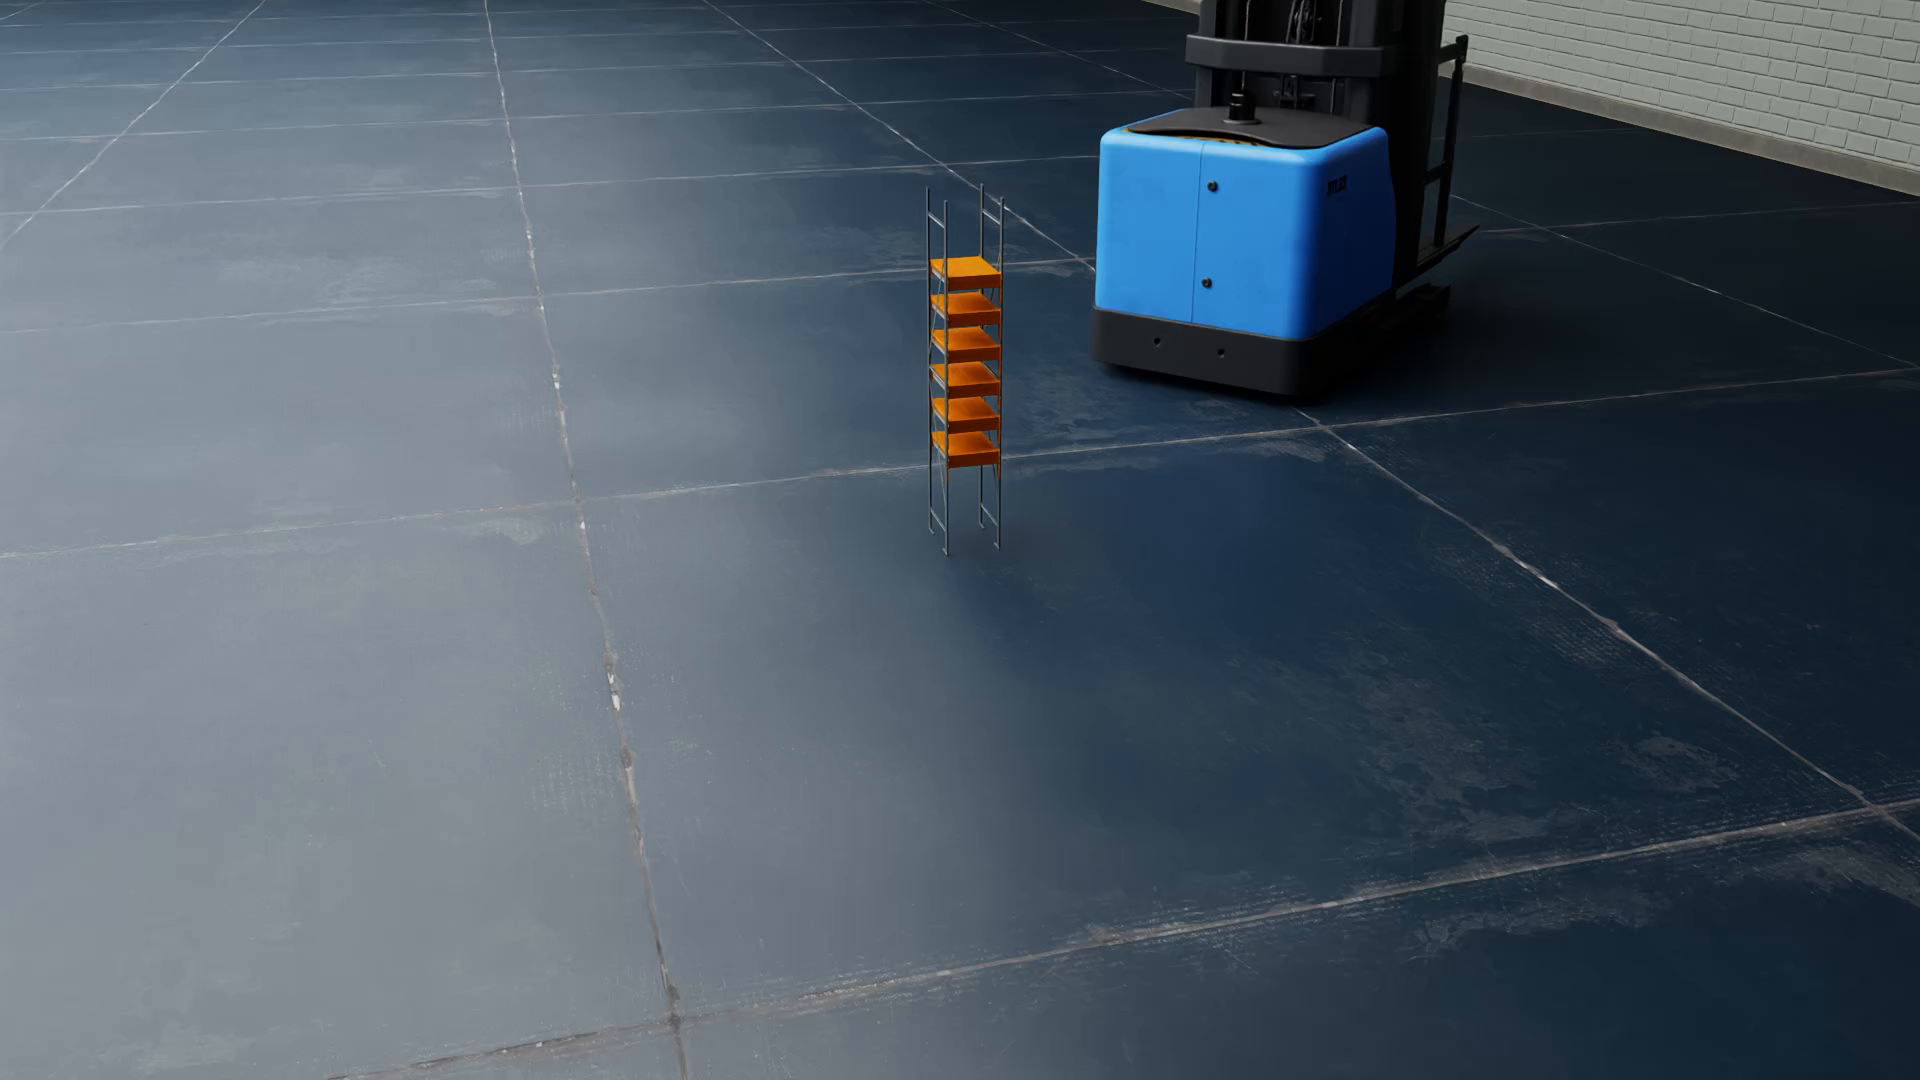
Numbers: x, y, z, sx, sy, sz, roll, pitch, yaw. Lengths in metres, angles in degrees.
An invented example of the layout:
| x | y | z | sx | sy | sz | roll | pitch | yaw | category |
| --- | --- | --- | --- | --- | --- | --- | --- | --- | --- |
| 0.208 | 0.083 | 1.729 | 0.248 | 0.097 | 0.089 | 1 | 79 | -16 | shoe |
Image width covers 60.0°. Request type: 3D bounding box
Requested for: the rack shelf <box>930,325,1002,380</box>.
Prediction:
| x | y | z | sx | sy | sz | roll | pitch | yaw | category |
| --- | --- | --- | --- | --- | --- | --- | --- | --- | --- |
| 0.014 | -0.622 | 5.487 | 0.180 | 0.103 | 0.258 | -6 | 24 | -14 | rack shelf |

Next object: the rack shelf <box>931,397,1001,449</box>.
| x | y | z | sx | sy | sz | roll | pitch | yaw | category |
| --- | --- | --- | --- | --- | --- | --- | --- | --- | --- |
| 0.014 | -0.402 | 5.582 | 0.180 | 0.103 | 0.258 | -6 | 24 | -14 | rack shelf |

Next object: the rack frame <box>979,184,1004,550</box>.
| x | y | z | sx | sy | sz | roll | pitch | yaw | category |
| --- | --- | --- | --- | --- | --- | --- | --- | --- | --- |
| 0.102 | -0.563 | 5.540 | 0.006 | 1.200 | 0.240 | -6 | 24 | -14 | rack frame |

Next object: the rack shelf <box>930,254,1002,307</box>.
| x | y | z | sx | sy | sz | roll | pitch | yaw | category |
| --- | --- | --- | --- | --- | --- | --- | --- | --- | --- |
| 0.014 | -0.843 | 5.393 | 0.180 | 0.103 | 0.258 | -6 | 24 | -14 | rack shelf |

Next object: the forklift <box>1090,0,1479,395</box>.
| x | y | z | sx | sy | sz | roll | pitch | yaw | category |
| --- | --- | --- | --- | --- | --- | --- | --- | --- | --- |
| 1.806 | -2.485 | 7.825 | 1.130 | 2.935 | 3.031 | 14 | 27 | 30 | forklift |

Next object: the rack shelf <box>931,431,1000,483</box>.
| x | y | z | sx | sy | sz | roll | pitch | yaw | category |
| --- | --- | --- | --- | --- | --- | --- | --- | --- | --- |
| 0.014 | -0.292 | 5.629 | 0.180 | 0.103 | 0.258 | -6 | 24 | -14 | rack shelf |

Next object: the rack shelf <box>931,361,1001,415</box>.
| x | y | z | sx | sy | sz | roll | pitch | yaw | category |
| --- | --- | --- | --- | --- | --- | --- | --- | --- | --- |
| 0.014 | -0.512 | 5.535 | 0.180 | 0.103 | 0.258 | -6 | 24 | -14 | rack shelf |

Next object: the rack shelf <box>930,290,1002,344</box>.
| x | y | z | sx | sy | sz | roll | pitch | yaw | category |
| --- | --- | --- | --- | --- | --- | --- | --- | --- | --- |
| 0.014 | -0.733 | 5.440 | 0.180 | 0.103 | 0.258 | -6 | 24 | -14 | rack shelf |

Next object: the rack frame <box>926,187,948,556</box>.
| x | y | z | sx | sy | sz | roll | pitch | yaw | category |
| --- | --- | --- | --- | --- | --- | --- | --- | --- | --- |
| -0.074 | -0.543 | 5.494 | 0.006 | 1.200 | 0.240 | -6 | 24 | -14 | rack frame |

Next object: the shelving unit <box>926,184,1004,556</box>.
| x | y | z | sx | sy | sz | roll | pitch | yaw | category |
| --- | --- | --- | --- | --- | --- | --- | --- | --- | --- |
| 0.014 | -0.553 | 5.517 | 0.189 | 1.200 | 0.258 | -6 | 24 | -14 | shelving unit |
